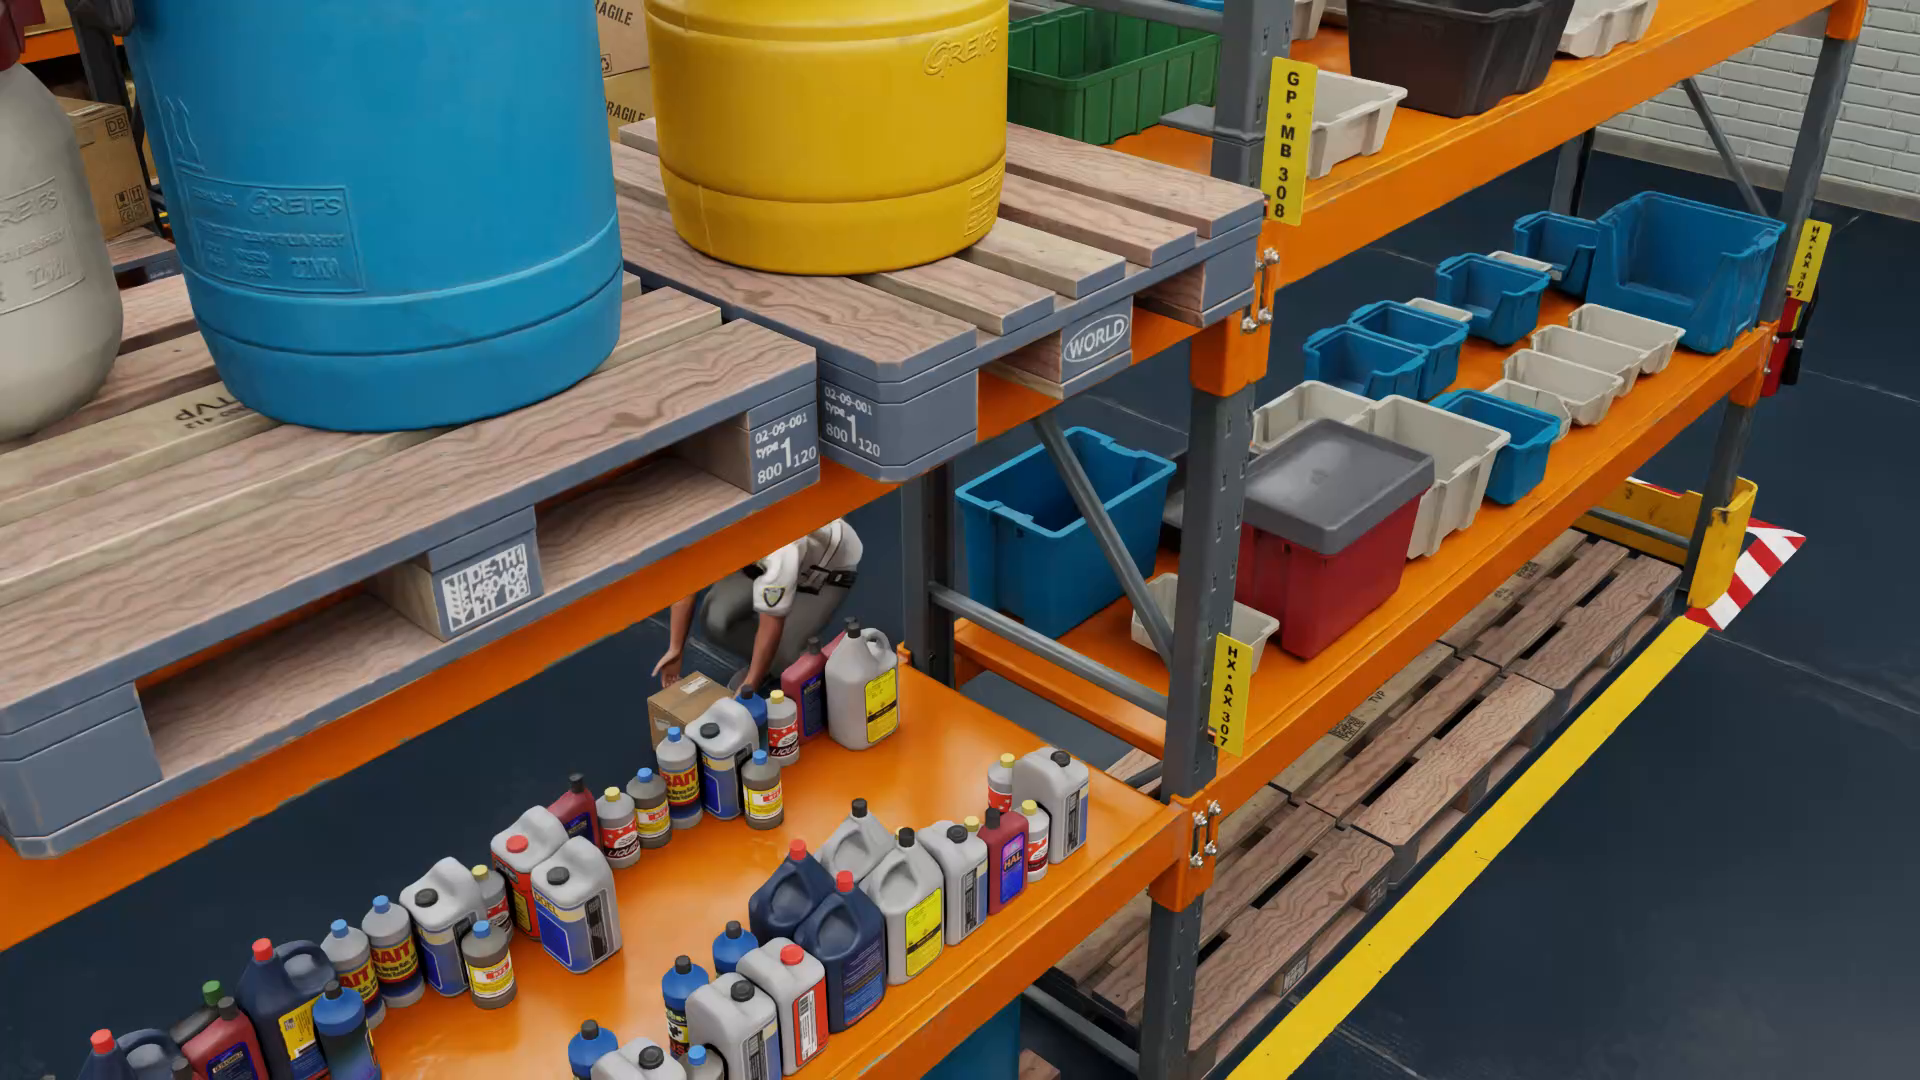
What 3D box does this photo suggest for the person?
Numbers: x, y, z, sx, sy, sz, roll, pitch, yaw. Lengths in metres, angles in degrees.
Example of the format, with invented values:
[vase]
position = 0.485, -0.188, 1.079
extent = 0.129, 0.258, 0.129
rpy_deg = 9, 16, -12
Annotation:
[person]
position = -0.764, 0.217, 6.404
extent = 0.575, 1.099, 0.929
rpy_deg = 25, 39, 35
